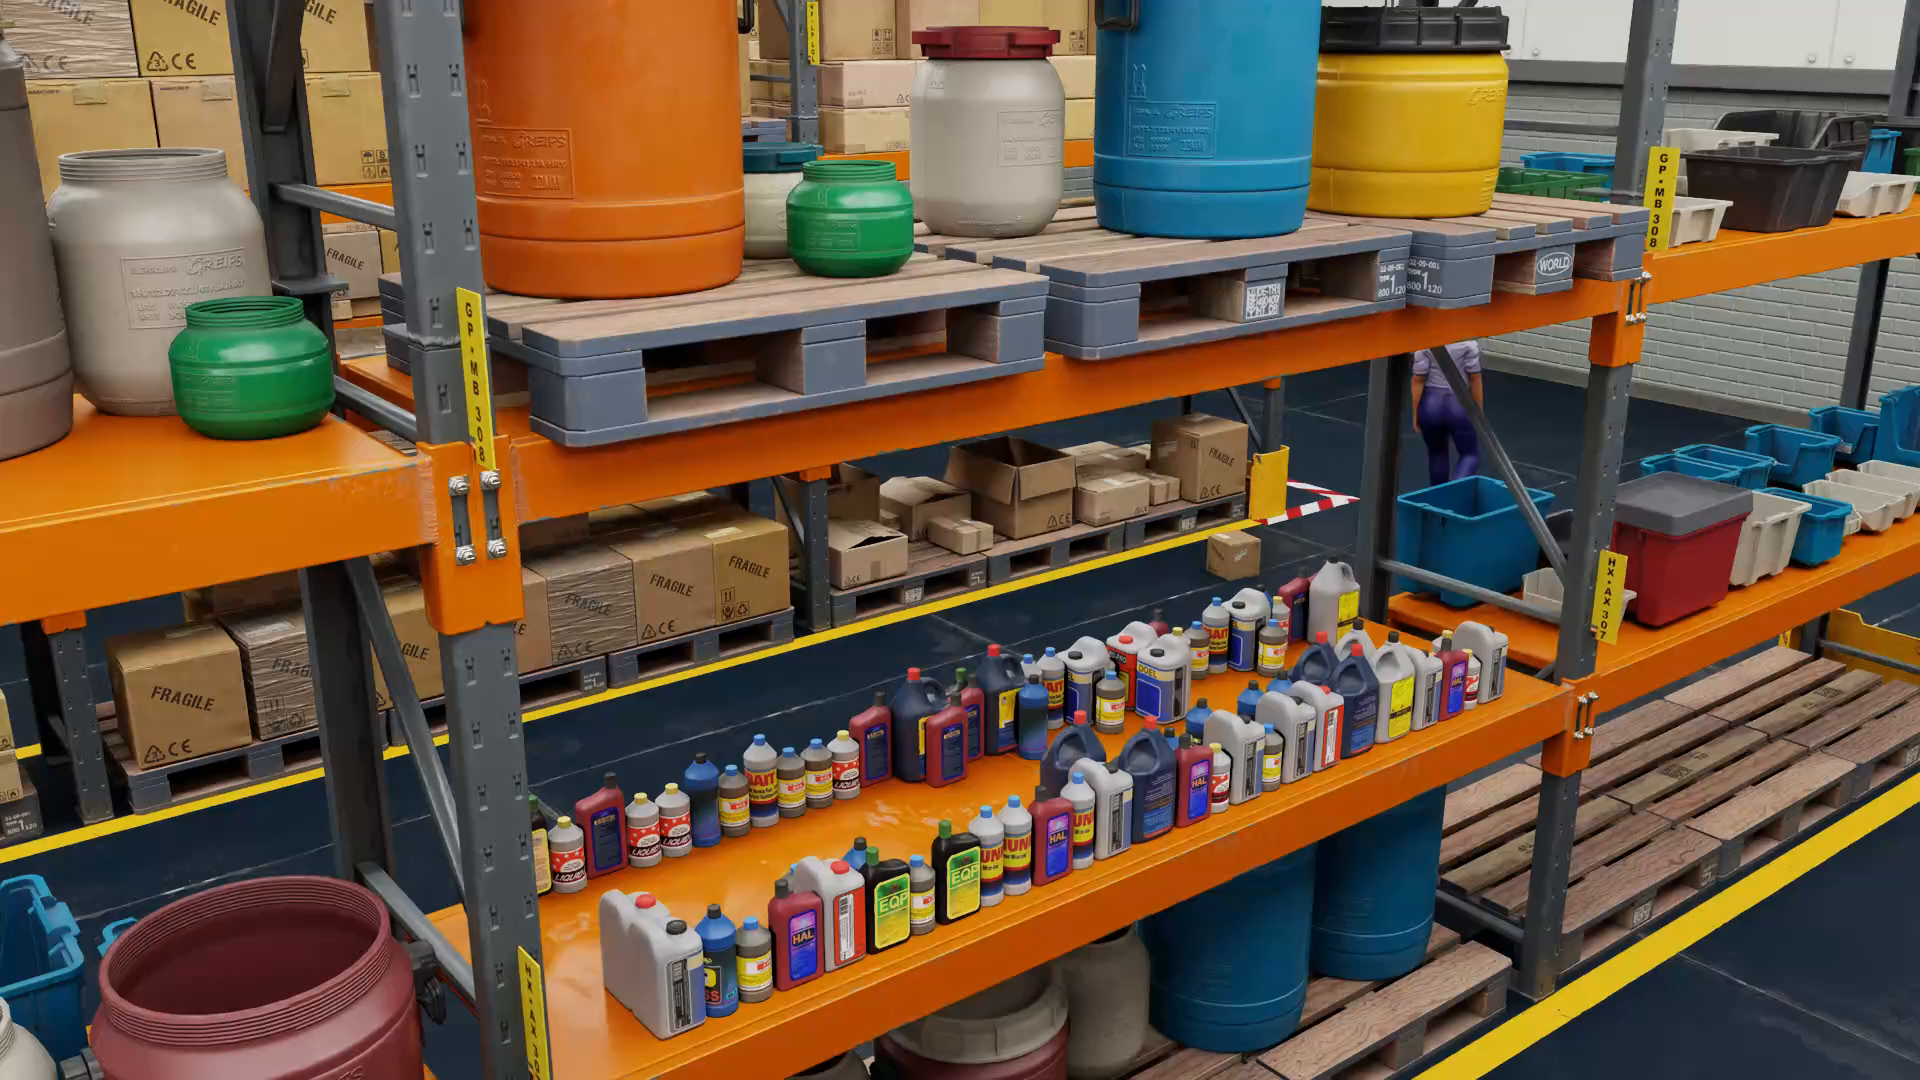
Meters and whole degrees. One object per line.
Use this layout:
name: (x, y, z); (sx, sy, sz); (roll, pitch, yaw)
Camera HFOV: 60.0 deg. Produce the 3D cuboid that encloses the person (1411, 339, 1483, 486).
person: (3.478, -0.910, 11.880); (0.522, 1.620, 0.719); (8, 20, 24)
